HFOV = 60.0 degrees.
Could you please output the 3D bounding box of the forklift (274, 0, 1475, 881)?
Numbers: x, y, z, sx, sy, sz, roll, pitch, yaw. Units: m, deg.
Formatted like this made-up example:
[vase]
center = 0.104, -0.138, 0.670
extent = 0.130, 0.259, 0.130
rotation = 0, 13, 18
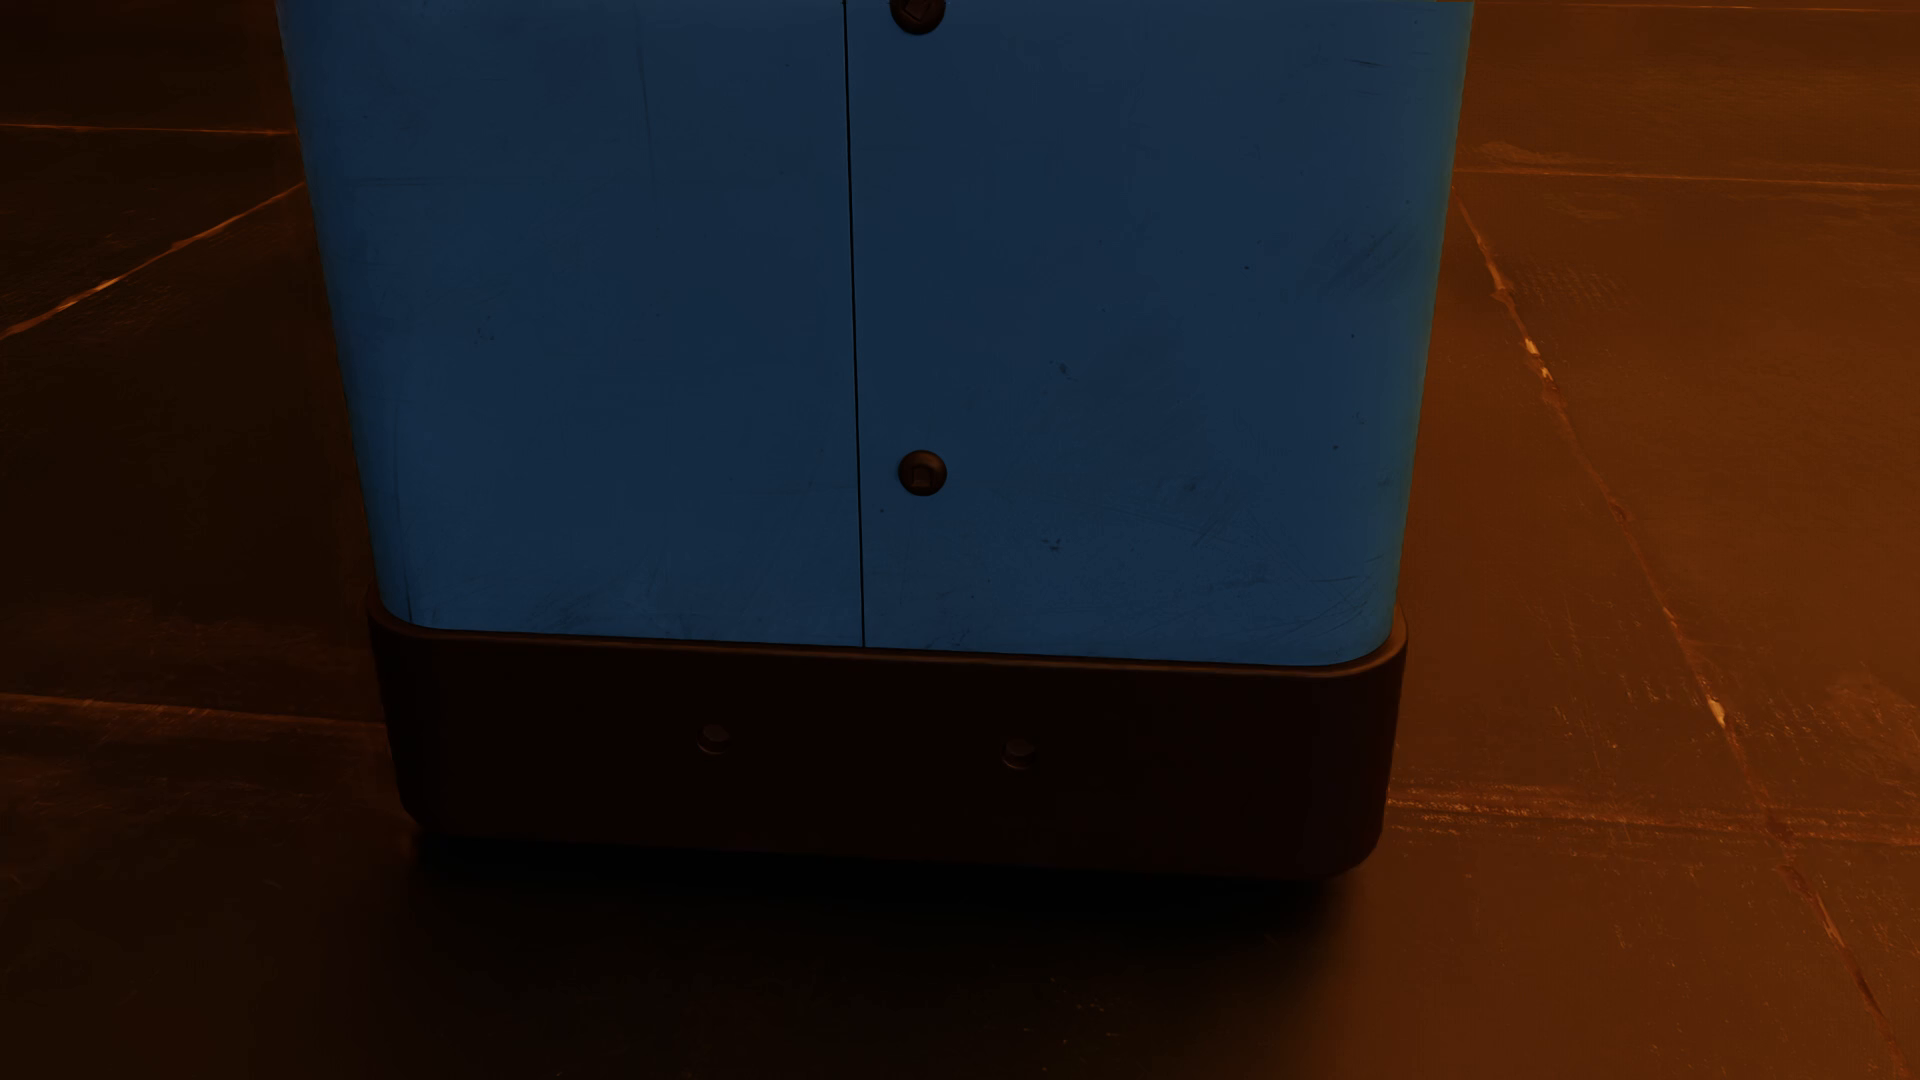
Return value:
[forklift]
center = 0.036, -1.597, 2.417
extent = 1.130, 2.935, 3.031
rotation = 2, 27, 4
